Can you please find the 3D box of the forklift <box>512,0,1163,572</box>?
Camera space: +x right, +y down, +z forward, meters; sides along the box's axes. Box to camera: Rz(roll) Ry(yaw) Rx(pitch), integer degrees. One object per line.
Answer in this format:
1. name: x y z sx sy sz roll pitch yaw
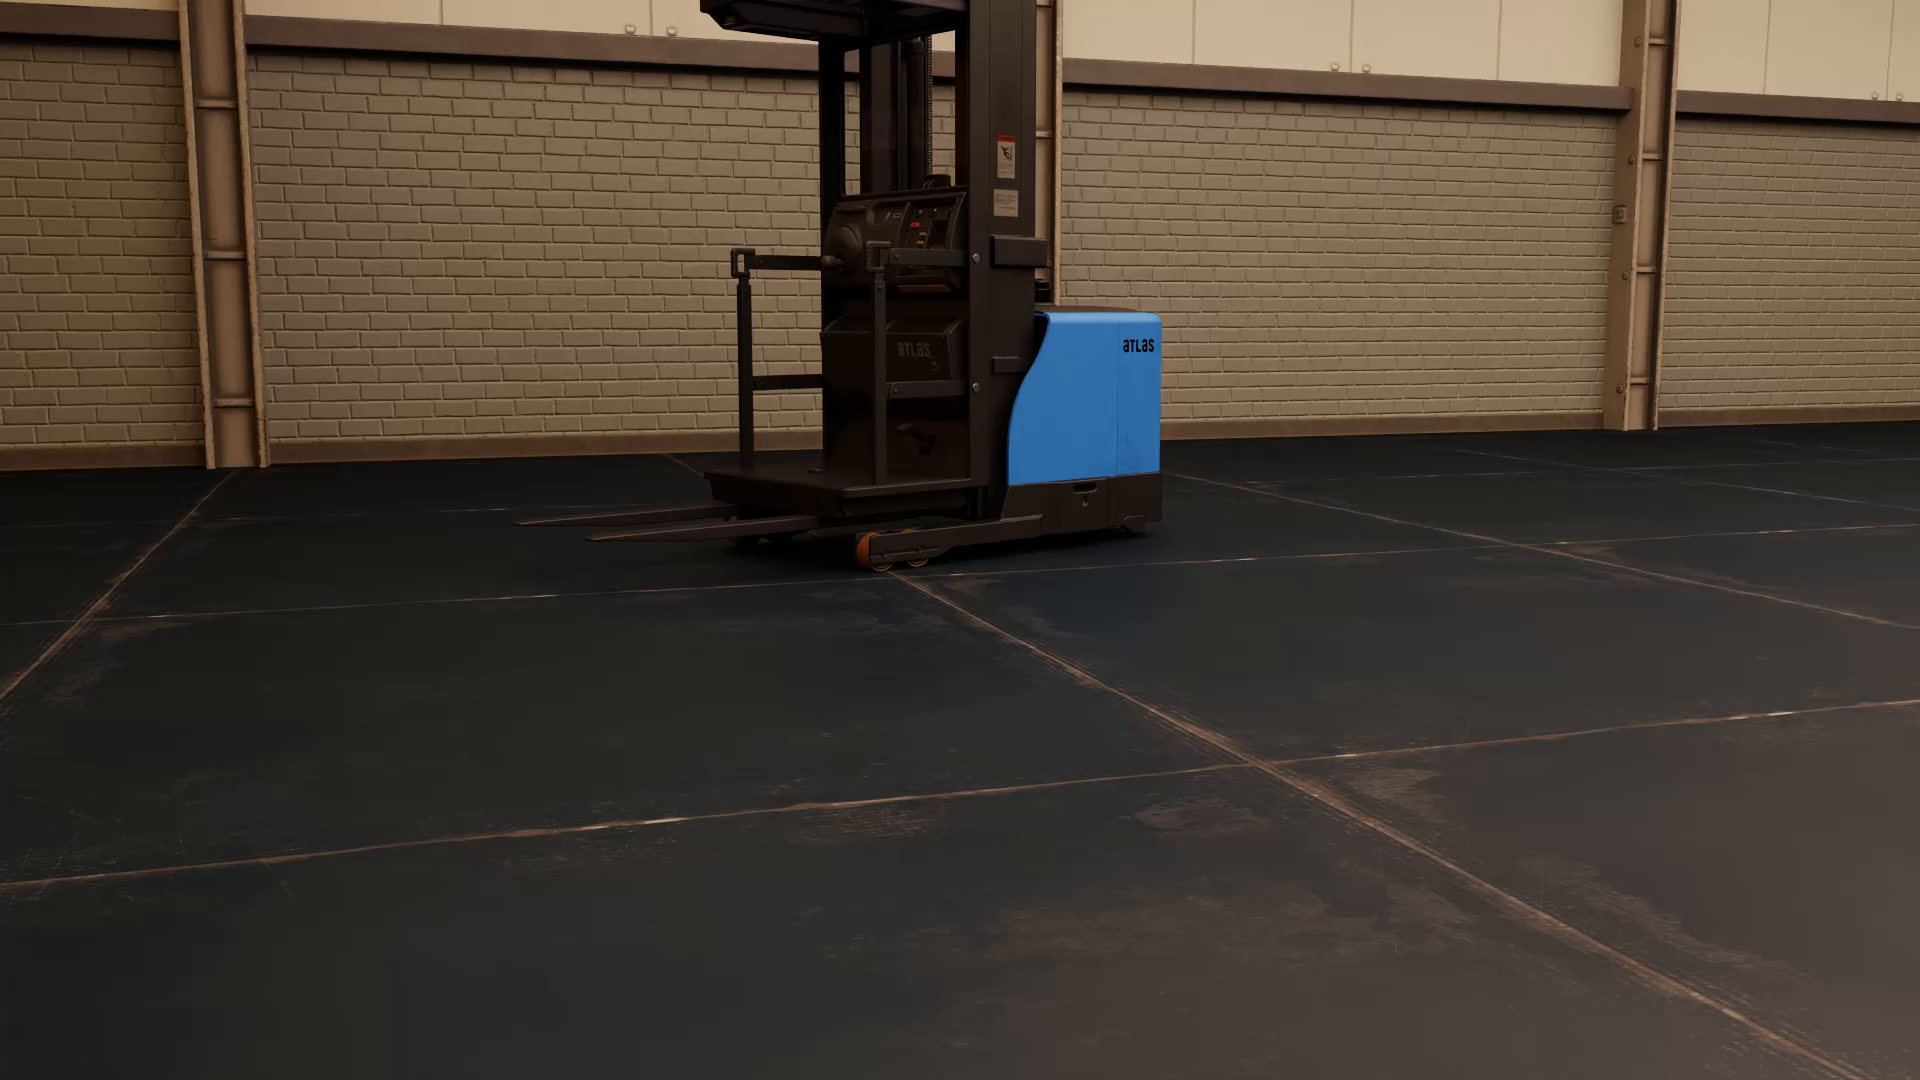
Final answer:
1. forklift: -0.461 -1.399 7.333 3.031 2.935 1.130 -7 10 -40
